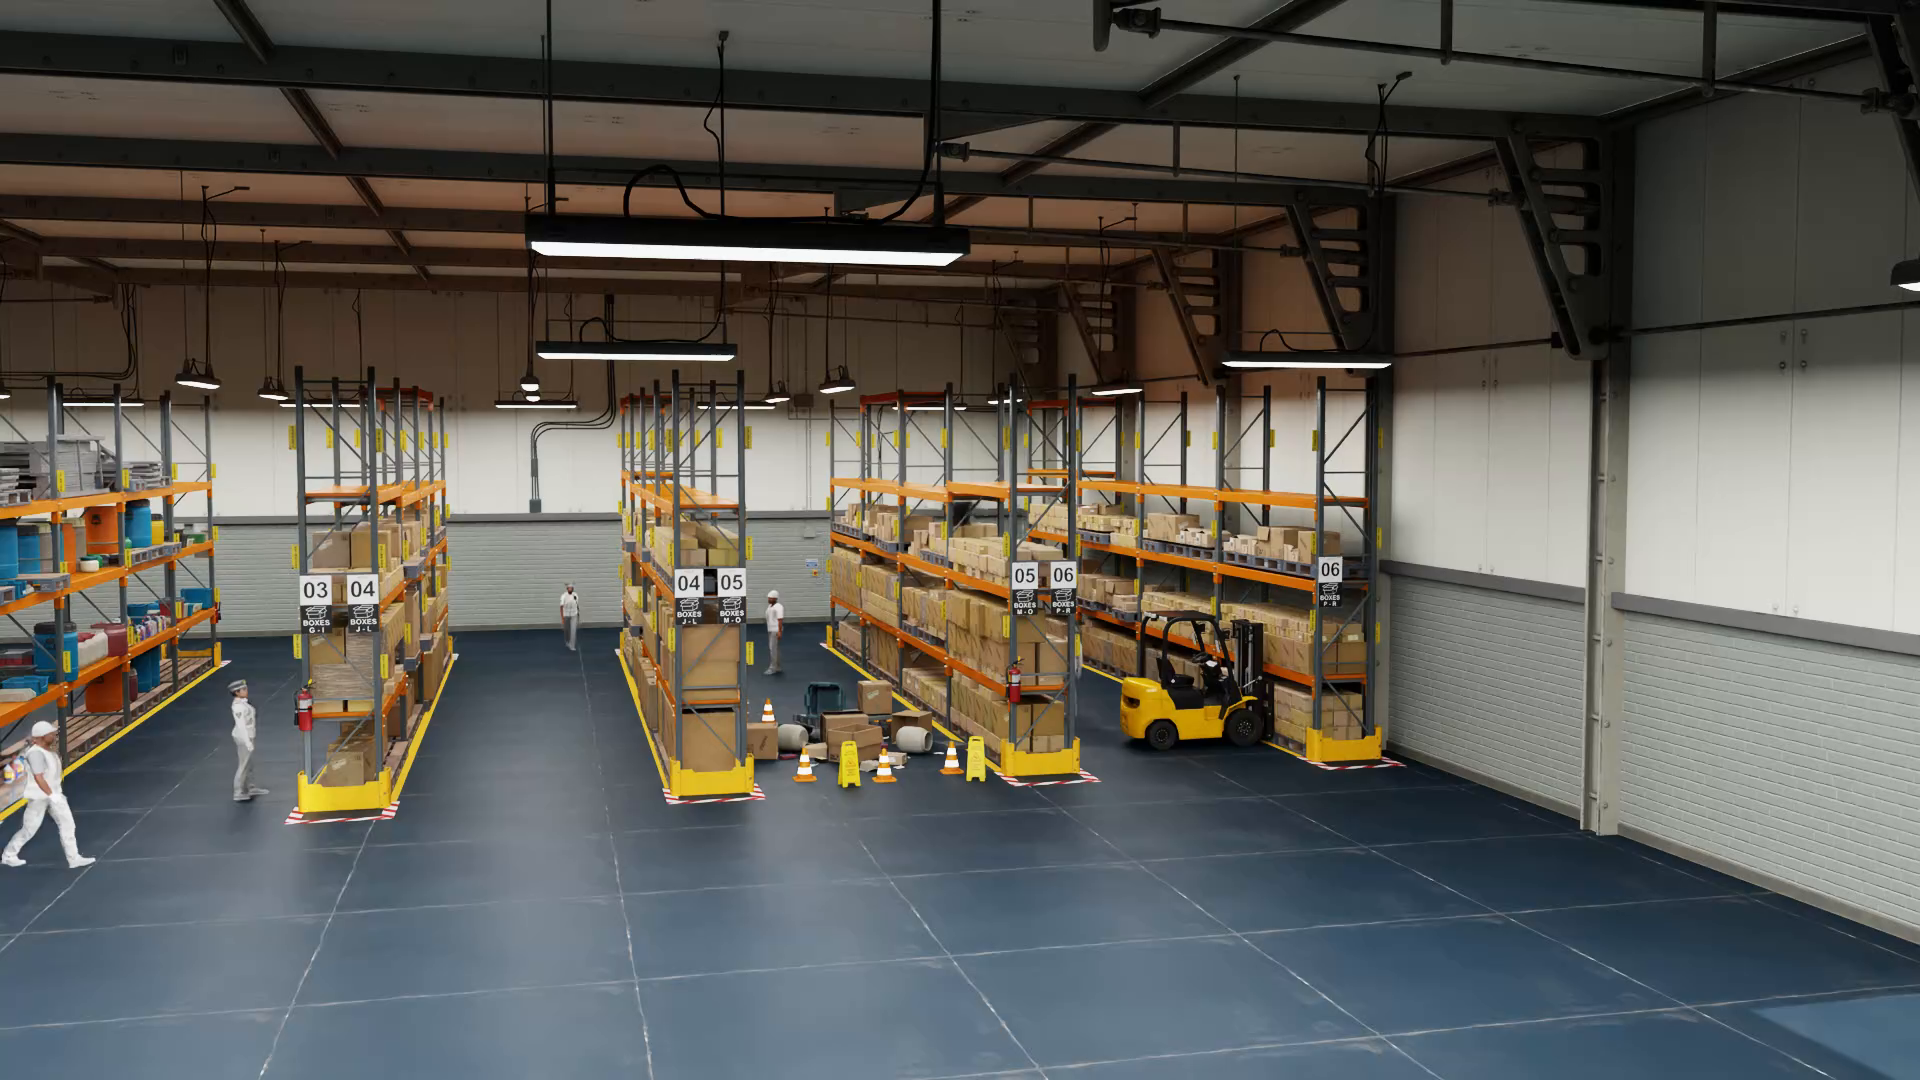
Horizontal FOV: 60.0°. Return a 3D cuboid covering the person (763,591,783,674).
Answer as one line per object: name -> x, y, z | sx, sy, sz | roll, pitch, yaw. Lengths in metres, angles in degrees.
person -> -4.088, 1.980, 35.973 | 0.499, 1.775, 0.622 | -1, 4, -21

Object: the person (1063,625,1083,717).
person -> 1.911, 2.365, 30.076 | 0.560, 1.721, 0.528 | -2, 4, -28

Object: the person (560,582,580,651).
person -> -9.302, 1.813, 39.660 | 0.447, 1.647, 0.928 | 0, 3, -8

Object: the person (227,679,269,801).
person -> -9.944, 2.780, 23.283 | 0.547, 1.683, 0.495 | -2, 4, -36

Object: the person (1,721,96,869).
person -> -10.651, 2.982, 19.368 | 1.038, 1.748, 0.523 | 0, 3, 5
